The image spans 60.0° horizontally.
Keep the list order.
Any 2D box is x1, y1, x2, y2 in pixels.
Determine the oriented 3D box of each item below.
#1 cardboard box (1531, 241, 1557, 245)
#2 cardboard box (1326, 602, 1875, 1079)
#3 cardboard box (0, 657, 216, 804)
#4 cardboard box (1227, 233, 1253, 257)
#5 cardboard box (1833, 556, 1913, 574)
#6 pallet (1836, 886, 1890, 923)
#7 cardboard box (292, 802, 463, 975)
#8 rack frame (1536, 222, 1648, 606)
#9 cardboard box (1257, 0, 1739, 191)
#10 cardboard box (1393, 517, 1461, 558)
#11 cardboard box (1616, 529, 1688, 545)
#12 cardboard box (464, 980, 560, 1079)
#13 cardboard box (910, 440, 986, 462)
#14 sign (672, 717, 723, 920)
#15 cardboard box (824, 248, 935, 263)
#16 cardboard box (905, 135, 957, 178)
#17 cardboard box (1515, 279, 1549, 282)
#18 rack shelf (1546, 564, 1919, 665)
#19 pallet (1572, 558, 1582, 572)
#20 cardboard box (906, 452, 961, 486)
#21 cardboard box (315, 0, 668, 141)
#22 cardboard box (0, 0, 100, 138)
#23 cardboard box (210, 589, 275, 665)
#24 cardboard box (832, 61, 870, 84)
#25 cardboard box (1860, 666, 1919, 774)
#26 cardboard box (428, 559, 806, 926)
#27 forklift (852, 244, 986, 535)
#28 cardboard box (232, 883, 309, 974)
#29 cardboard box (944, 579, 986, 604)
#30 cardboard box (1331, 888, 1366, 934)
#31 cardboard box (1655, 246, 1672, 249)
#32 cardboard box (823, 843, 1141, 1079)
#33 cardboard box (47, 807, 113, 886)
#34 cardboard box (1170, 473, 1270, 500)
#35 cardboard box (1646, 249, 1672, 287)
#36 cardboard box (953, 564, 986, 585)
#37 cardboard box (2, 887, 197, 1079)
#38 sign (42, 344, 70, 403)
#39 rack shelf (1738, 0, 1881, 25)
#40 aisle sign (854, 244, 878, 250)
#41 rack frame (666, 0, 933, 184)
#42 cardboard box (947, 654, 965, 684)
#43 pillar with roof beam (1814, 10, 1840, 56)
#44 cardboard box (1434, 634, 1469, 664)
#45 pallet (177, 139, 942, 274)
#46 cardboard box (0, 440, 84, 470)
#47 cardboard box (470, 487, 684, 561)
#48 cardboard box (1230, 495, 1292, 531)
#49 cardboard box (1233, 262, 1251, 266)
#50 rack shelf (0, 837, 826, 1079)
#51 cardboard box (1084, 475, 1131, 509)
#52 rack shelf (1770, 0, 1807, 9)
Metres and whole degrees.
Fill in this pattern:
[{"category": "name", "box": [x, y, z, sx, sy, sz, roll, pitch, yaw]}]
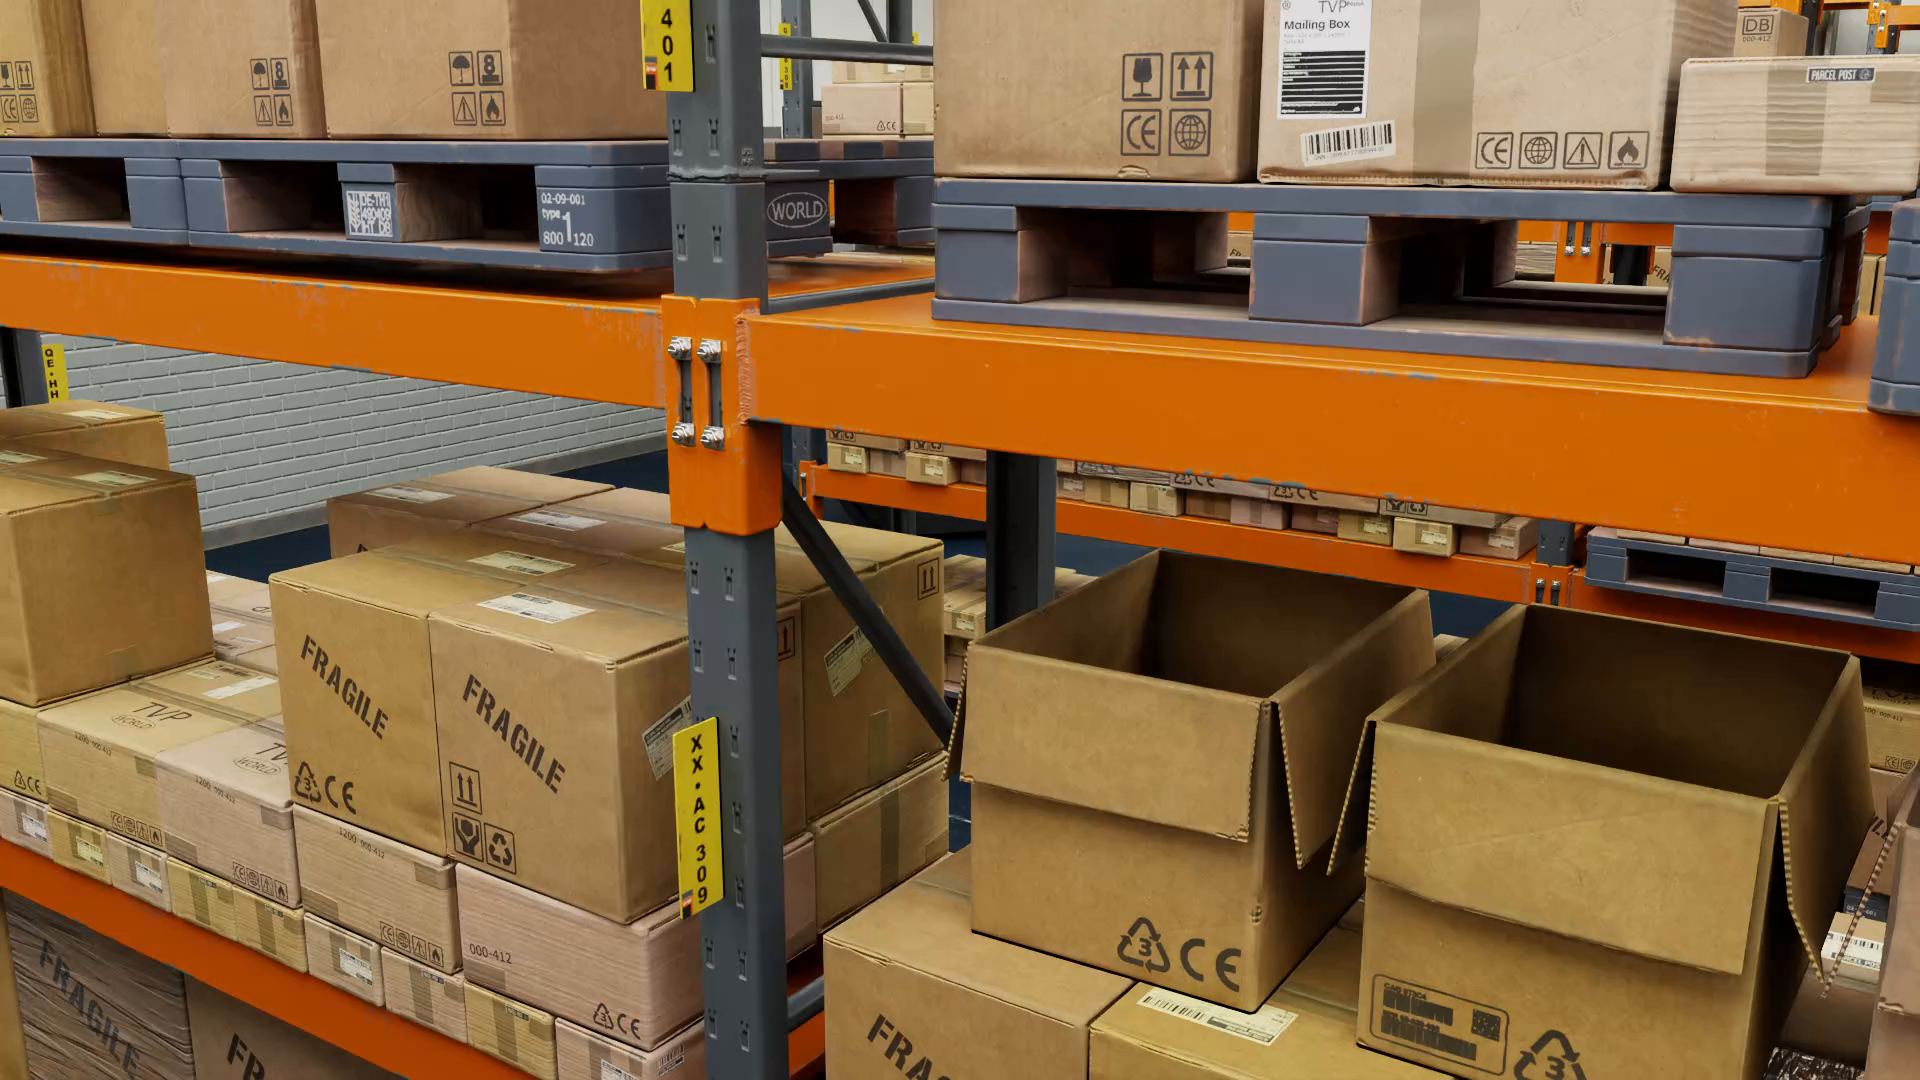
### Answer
[{"category": "cardboard box", "box": [4.166, -2.143, 11.599, 0.250, 0.149, 0.380, 9, 17, 32]}, {"category": "cardboard box", "box": [0.973, 0.452, 2.461, 0.637, 0.503, 0.797, 9, 17, 33]}, {"category": "cardboard box", "box": [-2.346, 0.455, 4.434, 0.500, 0.250, 0.500, 9, 16, 31]}, {"category": "cardboard box", "box": [2.327, -2.116, 12.841, 0.500, 0.500, 0.500, 9, 16, 32]}, {"category": "cardboard box", "box": [3.444, 0.000, 6.229, 0.250, 0.149, 0.380, 9, 17, 33]}, {"category": "pallet", "box": [3.375, 1.291, 7.168, 1.213, 0.211, 1.003, 9, 17, 33]}, {"category": "cardboard box", "box": [-1.068, 0.661, 3.602, 0.500, 0.250, 0.500, 10, 17, 34]}, {"category": "rack frame", "box": [2.728, -0.167, 7.254, 0.127, 3.000, 1.000, 9, 17, 33]}, {"category": "cardboard box", "box": [0.736, -0.643, 2.247, 0.500, 0.311, 0.500, 9, 16, 31]}, {"category": "cardboard box", "box": [2.086, -0.049, 7.302, 0.250, 0.149, 0.380, 9, 16, 31]}, {"category": "cardboard box", "box": [2.798, -0.104, 6.650, 0.250, 0.149, 0.380, 8, 16, 30]}, {"category": "cardboard box", "box": [-0.774, 0.921, 3.385, 0.250, 0.149, 0.380, 10, 17, 34]}, {"category": "cardboard box", "box": [0.085, -0.714, 8.638, 0.500, 0.500, 0.500, 9, 17, 33]}, {"category": "sign", "box": [-0.433, 0.461, 2.752, 0.005, 0.325, 0.100, 9, 17, 33]}, {"category": "cardboard box", "box": [-0.367, -1.268, 8.796, 0.500, 0.500, 0.500, 9, 17, 32]}, {"category": "cardboard box", "box": [0.073, -1.904, 8.341, 0.500, 0.250, 0.500, 10, 17, 35]}, {"category": "cardboard box", "box": [2.187, -0.854, 7.123, 0.500, 0.500, 0.500, 9, 16, 31]}, {"category": "rack shelf", "box": [4.387, 0.451, 6.257, 4.000, 0.370, 1.077, 9, 17, 33]}, {"category": "pallet", "box": [4.819, 0.069, 12.106, 1.213, 0.211, 1.003, 9, 17, 33]}, {"category": "cardboard box", "box": [-0.078, -0.400, 8.718, 0.250, 0.149, 0.380, 9, 16, 31]}, {"category": "cardboard box", "box": [-0.807, -1.041, 3.254, 0.500, 0.500, 0.700, 8, 16, 30]}, {"category": "cardboard box", "box": [-2.126, -1.266, 4.164, 0.500, 0.500, 0.700, 8, 16, 29]}, {"category": "cardboard box", "box": [-2.050, 0.349, 4.863, 0.500, 0.250, 0.500, 9, 16, 31]}, {"category": "cardboard box", "box": [-0.450, -2.434, 8.612, 0.250, 0.149, 0.380, 9, 17, 32]}, {"category": "cardboard box", "box": [3.637, 0.702, 6.514, 0.500, 0.250, 0.500, 10, 17, 34]}, {"category": "cardboard box", "box": [-0.655, 0.365, 3.239, 0.500, 0.500, 0.500, 10, 17, 34]}, {"category": "forklift", "box": [-0.391, -1.765, 13.852, 1.130, 2.935, 3.031, -3, 14, -13]}, {"category": "cardboard box", "box": [-1.414, 0.817, 3.802, 0.250, 0.149, 0.380, 10, 17, 34]}, {"category": "cardboard box", "box": [-0.050, 0.339, 9.032, 0.250, 0.149, 0.380, 10, 17, 34]}, {"category": "cardboard box", "box": [0.823, 0.836, 2.995, 0.500, 0.500, 0.500, 10, 17, 35]}, {"category": "cardboard box", "box": [4.815, -2.051, 11.226, 0.250, 0.149, 0.380, 10, 17, 34]}, {"category": "cardboard box", "box": [0.118, 0.872, 2.851, 0.500, 0.500, 0.500, 9, 17, 33]}, {"category": "cardboard box", "box": [-2.056, 0.714, 4.220, 0.250, 0.149, 0.380, 9, 16, 31]}, {"category": "cardboard box", "box": [1.327, -0.505, 7.793, 0.500, 0.500, 0.500, 9, 17, 33]}, {"category": "cardboard box", "box": [4.861, -1.709, 11.197, 0.500, 0.500, 0.500, 9, 17, 32]}, {"category": "cardboard box", "box": [0.166, 0.254, 9.376, 0.250, 0.149, 0.380, 10, 17, 34]}, {"category": "cardboard box", "box": [-2.113, 1.292, 4.910, 0.875, 0.875, 0.875, 9, 17, 33]}, {"category": "sign", "box": [-3.129, -0.511, 5.743, 0.005, 0.325, 0.100, 9, 17, 33]}, {"category": "rack shelf", "box": [6.514, -4.987, 15.745, 4.000, 0.370, 1.077, 9, 17, 33]}, {"category": "aisle sign", "box": [-0.484, -2.035, 9.390, 0.004, 0.787, 0.394, 9, 17, 33]}, {"category": "rack frame", "box": [-0.124, -2.103, 2.593, 0.127, 3.000, 1.000, 9, 17, 33]}, {"category": "cardboard box", "box": [0.138, 0.662, 8.966, 0.250, 0.149, 0.380, 9, 17, 33]}, {"category": "pillar with roof beam", "box": [5.696, -4.484, 12.211, 0.400, 9.000, 9.100, 9, 17, 33]}, {"category": "cardboard box", "box": [2.362, 0.588, 8.025, 0.250, 0.149, 0.380, 10, 17, 36]}, {"category": "pallet", "box": [-0.797, -0.716, 3.416, 1.213, 0.211, 1.003, 9, 17, 33]}, {"category": "cardboard box", "box": [-2.781, 0.022, 4.624, 0.500, 0.500, 0.500, 9, 16, 31]}, {"category": "cardboard box", "box": [-0.783, 0.190, 3.944, 0.500, 0.500, 0.500, 9, 17, 33]}, {"category": "cardboard box", "box": [1.455, -0.167, 7.778, 0.250, 0.149, 0.380, 8, 16, 30]}, {"category": "cardboard box", "box": [1.650, -1.094, 8.093, 0.500, 0.500, 0.500, 10, 17, 34]}, {"category": "rack shelf", "box": [-1.784, 0.890, 4.484, 4.000, 0.370, 1.077, 9, 17, 33]}, {"category": "cardboard box", "box": [0.817, -0.273, 8.208, 0.250, 0.149, 0.380, 10, 17, 35]}, {"category": "rack shelf", "box": [3.747, -3.804, 11.793, 4.000, 0.370, 1.077, 9, 17, 33]}]
